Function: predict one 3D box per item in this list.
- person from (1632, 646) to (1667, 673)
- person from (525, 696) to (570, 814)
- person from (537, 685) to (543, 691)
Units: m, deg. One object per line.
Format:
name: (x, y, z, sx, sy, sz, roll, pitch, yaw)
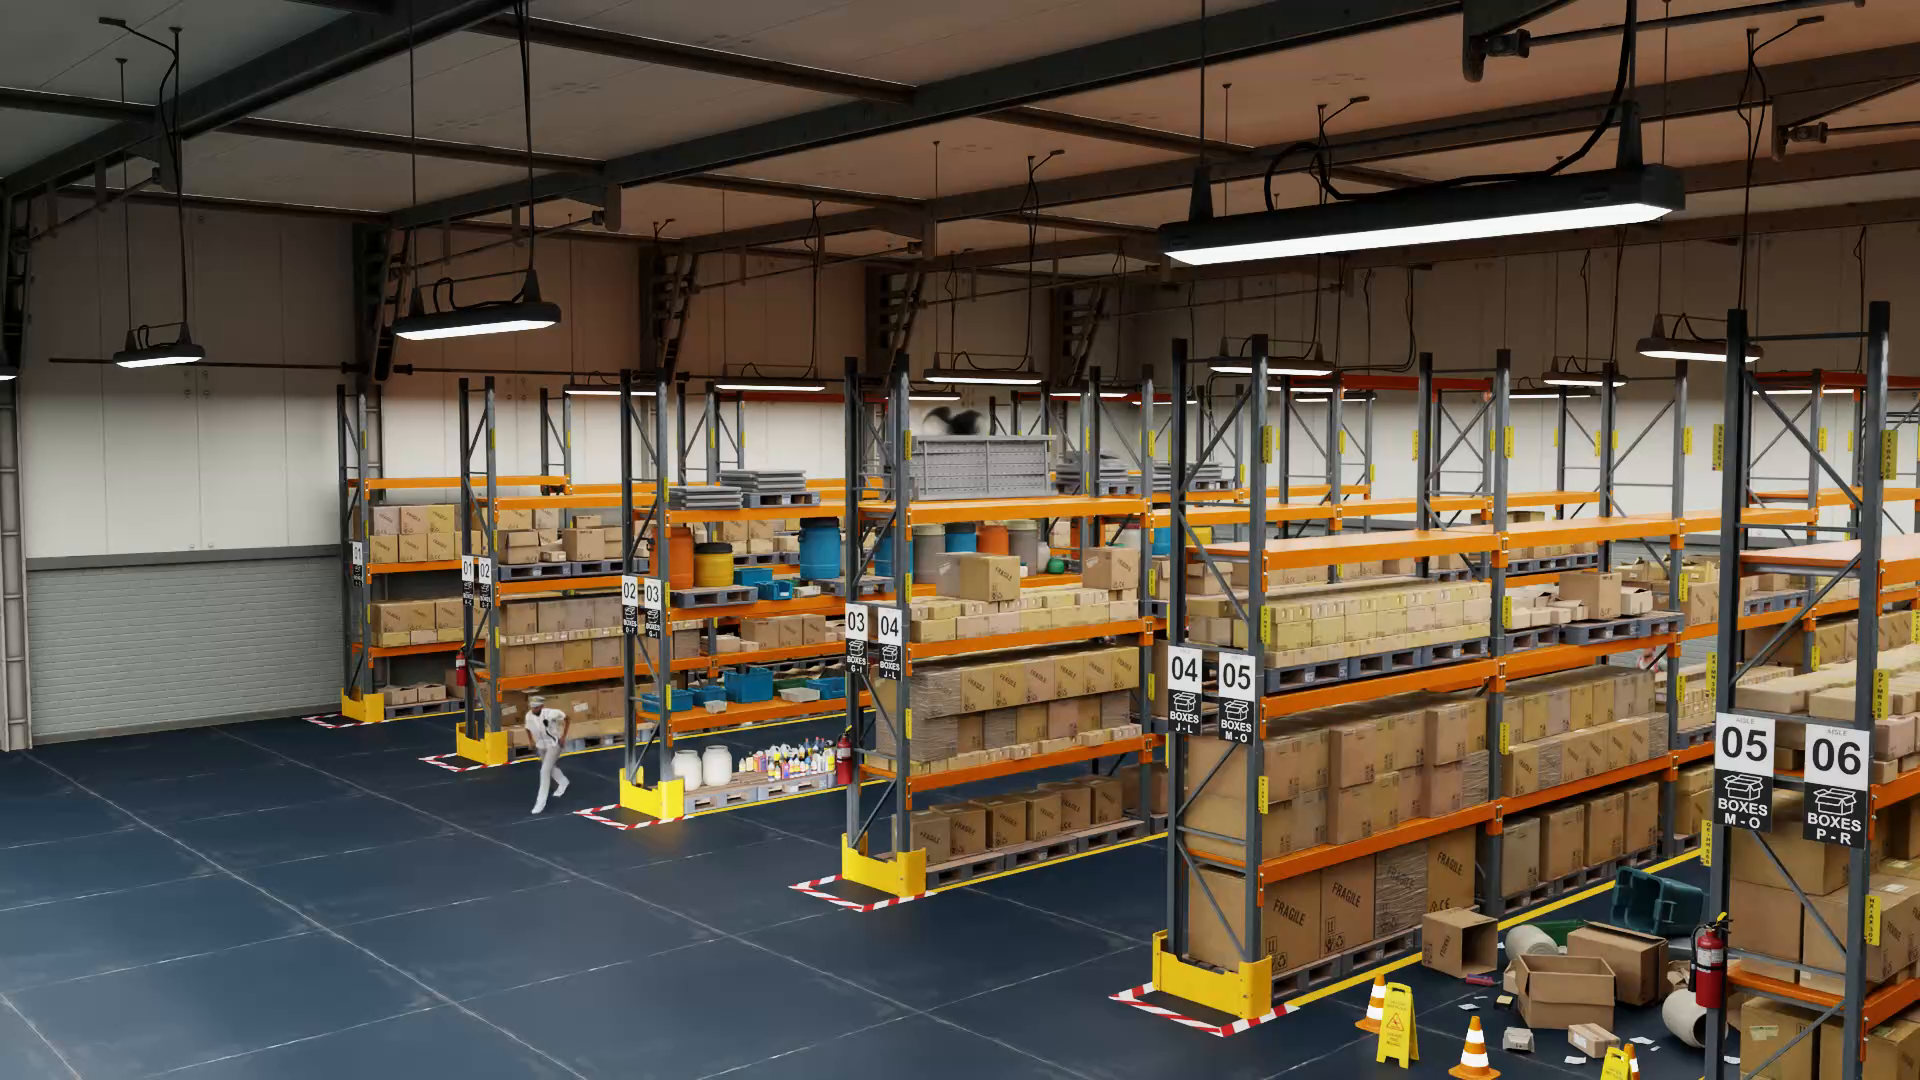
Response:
person: (11.266, 2.515, 27.158, 0.653, 1.749, 0.565, 3, 5, 42)
person: (-5.625, 2.892, 22.891, 0.615, 1.623, 0.986, 1, 4, 12)
person: (-7.428, 2.432, 29.604, 0.538, 1.566, 0.576, 2, 4, 28)
